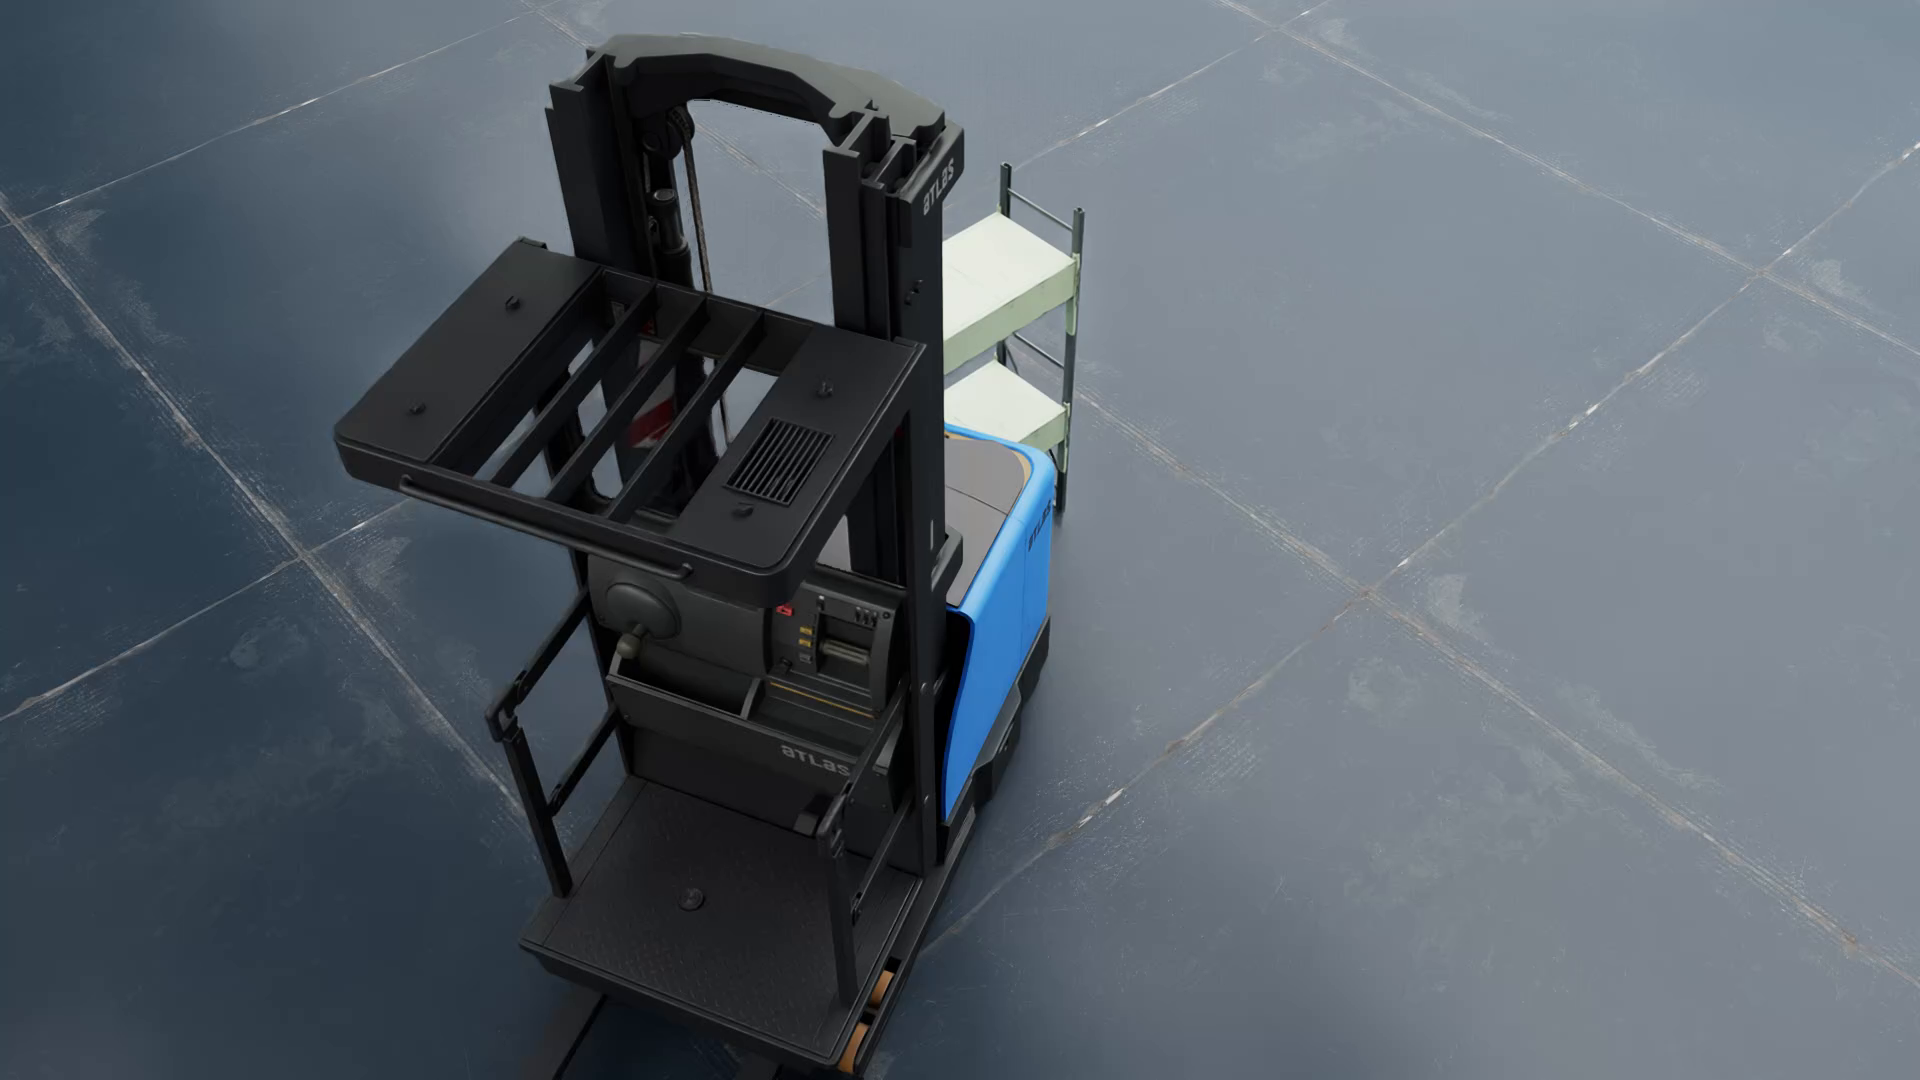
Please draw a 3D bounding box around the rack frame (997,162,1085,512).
[{"bbox_3d":[0.290,-0.735,6.408,0.023,1.500,0.400,-34,56,-28],"label":"rack frame"}]

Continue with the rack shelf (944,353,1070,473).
[{"bbox_3d":[0.022,-0.331,6.478,0.720,0.370,0.431,-34,56,-28],"label":"rack shelf"}]

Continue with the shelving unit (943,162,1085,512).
[{"bbox_3d":[0.022,-0.552,6.239,0.755,1.500,0.431,-34,56,-28],"label":"shelving unit"}]

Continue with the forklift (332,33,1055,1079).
[{"bbox_3d":[-0.691,0.311,4.469,1.130,2.935,3.031,17,49,15],"label":"forklift"}]

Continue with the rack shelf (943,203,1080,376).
[{"bbox_3d":[0.022,-0.817,5.952,0.720,0.370,0.431,-34,56,-28],"label":"rack shelf"}]
